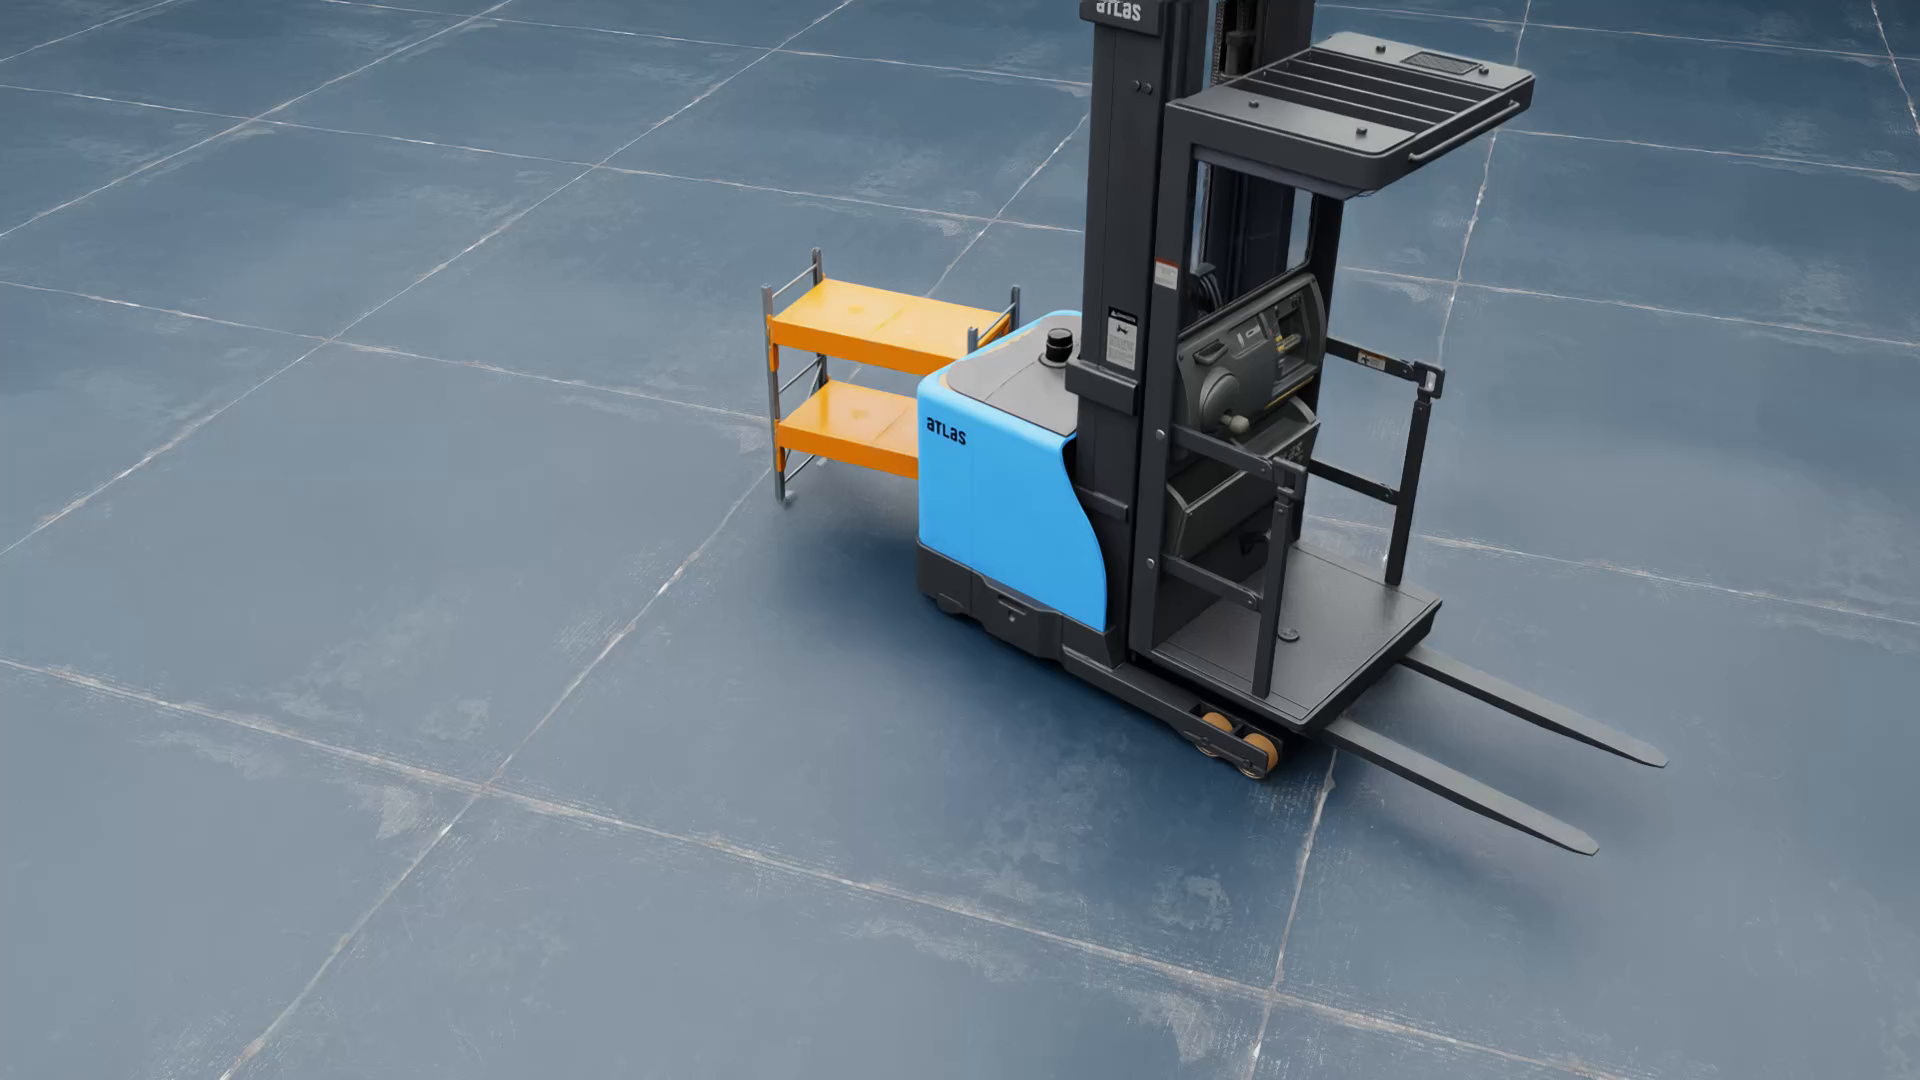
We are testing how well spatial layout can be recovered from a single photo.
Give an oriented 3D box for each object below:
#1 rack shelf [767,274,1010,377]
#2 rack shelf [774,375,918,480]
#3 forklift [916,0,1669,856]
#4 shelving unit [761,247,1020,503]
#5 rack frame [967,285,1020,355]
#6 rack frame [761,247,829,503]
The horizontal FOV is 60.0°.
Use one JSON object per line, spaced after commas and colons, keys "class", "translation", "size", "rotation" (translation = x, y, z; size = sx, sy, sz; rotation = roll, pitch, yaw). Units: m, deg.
{"class": "rack shelf", "translation": [-0.309, -0.905, 7.575], "size": [1.000, 0.278, 0.538], "rotation": [14, 36, 21]}
{"class": "rack shelf", "translation": [-0.309, -0.454, 7.866], "size": [1.000, 0.278, 0.538], "rotation": [14, 36, 21]}
{"class": "forklift", "translation": [1.246, -0.647, 6.050], "size": [3.031, 2.935, 1.130], "rotation": [26, 41, 34]}
{"class": "shelving unit", "translation": [-0.309, -0.659, 7.734], "size": [1.048, 1.125, 0.538], "rotation": [14, 36, 21]}
{"class": "rack frame", "translation": [0.151, -0.542, 7.552], "size": [0.032, 1.125, 0.500], "rotation": [14, 36, 21]}
{"class": "rack frame", "translation": [-0.769, -0.776, 7.915], "size": [0.032, 1.125, 0.500], "rotation": [14, 36, 21]}
